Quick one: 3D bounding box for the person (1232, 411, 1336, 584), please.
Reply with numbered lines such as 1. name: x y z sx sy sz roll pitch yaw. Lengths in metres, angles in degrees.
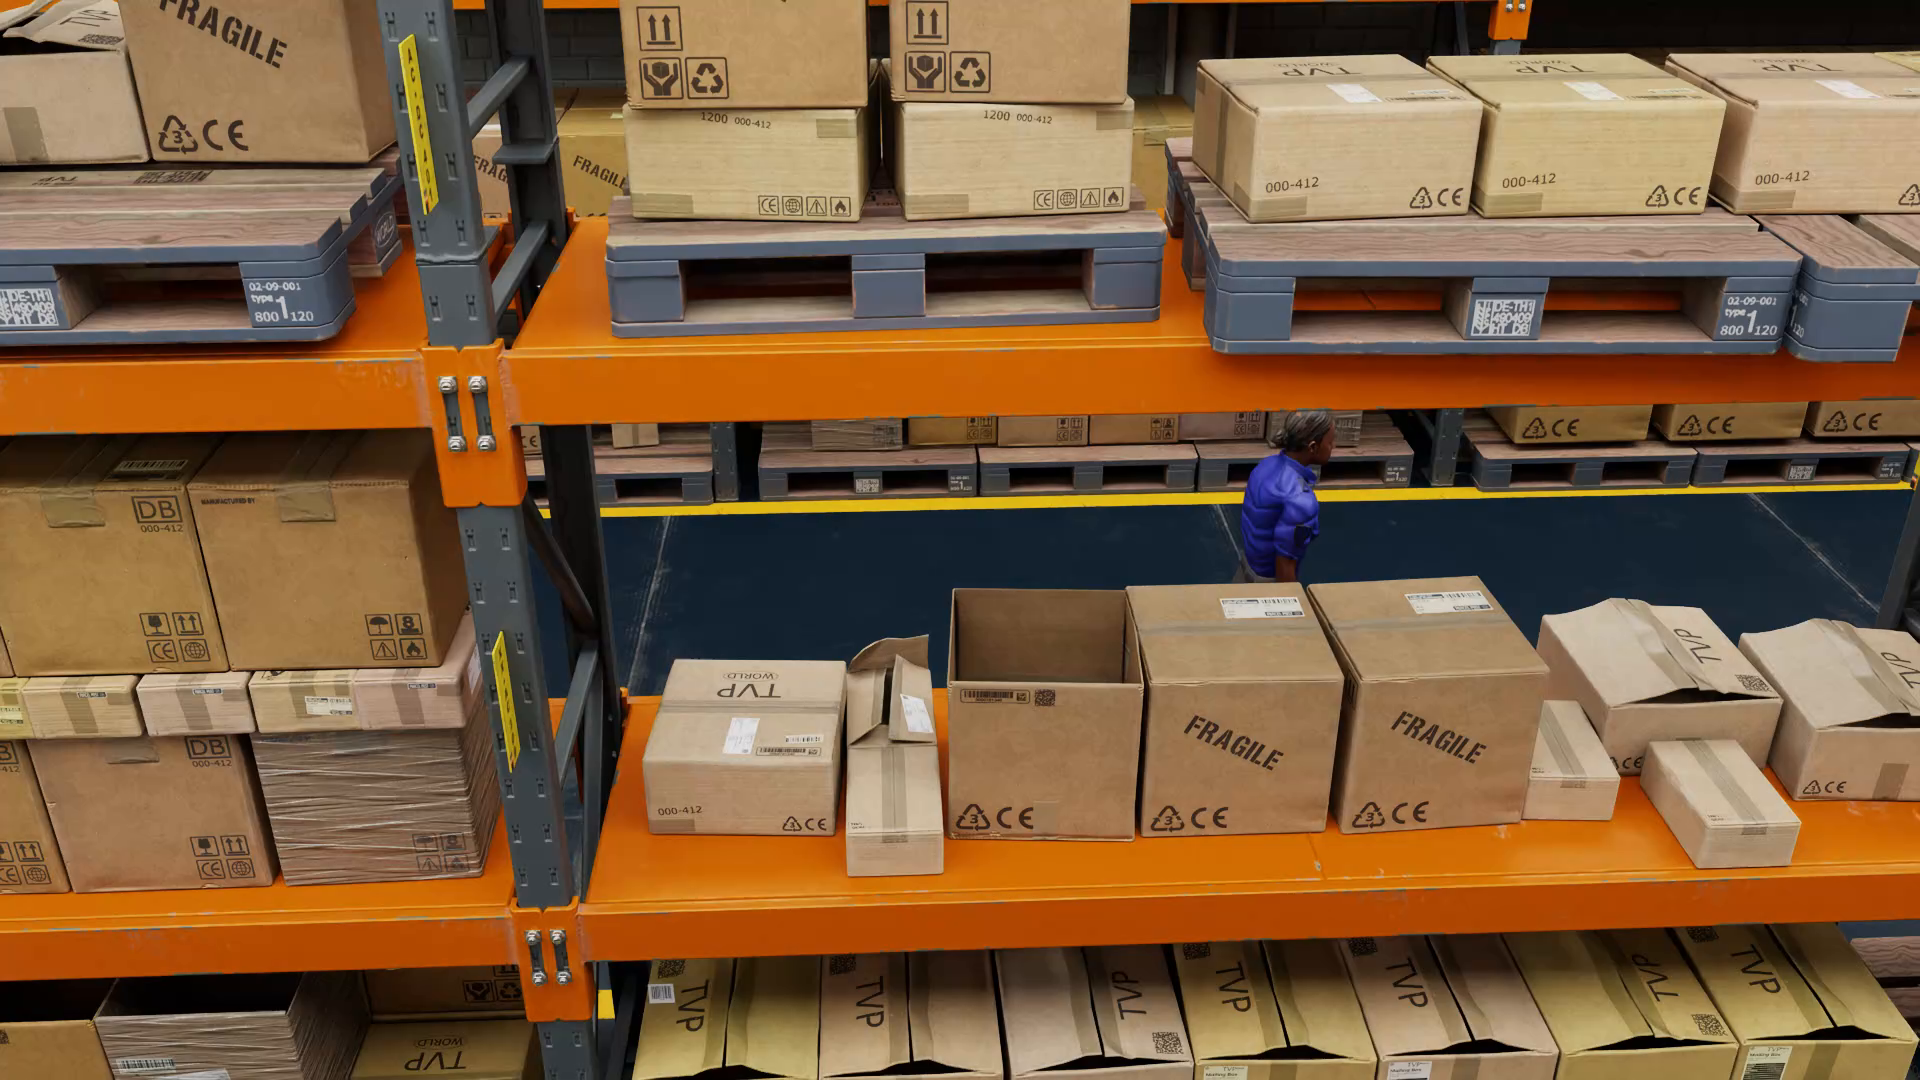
1. person: 1.277 0.244 6.538 0.402 1.653 0.521 -3 28 -5
